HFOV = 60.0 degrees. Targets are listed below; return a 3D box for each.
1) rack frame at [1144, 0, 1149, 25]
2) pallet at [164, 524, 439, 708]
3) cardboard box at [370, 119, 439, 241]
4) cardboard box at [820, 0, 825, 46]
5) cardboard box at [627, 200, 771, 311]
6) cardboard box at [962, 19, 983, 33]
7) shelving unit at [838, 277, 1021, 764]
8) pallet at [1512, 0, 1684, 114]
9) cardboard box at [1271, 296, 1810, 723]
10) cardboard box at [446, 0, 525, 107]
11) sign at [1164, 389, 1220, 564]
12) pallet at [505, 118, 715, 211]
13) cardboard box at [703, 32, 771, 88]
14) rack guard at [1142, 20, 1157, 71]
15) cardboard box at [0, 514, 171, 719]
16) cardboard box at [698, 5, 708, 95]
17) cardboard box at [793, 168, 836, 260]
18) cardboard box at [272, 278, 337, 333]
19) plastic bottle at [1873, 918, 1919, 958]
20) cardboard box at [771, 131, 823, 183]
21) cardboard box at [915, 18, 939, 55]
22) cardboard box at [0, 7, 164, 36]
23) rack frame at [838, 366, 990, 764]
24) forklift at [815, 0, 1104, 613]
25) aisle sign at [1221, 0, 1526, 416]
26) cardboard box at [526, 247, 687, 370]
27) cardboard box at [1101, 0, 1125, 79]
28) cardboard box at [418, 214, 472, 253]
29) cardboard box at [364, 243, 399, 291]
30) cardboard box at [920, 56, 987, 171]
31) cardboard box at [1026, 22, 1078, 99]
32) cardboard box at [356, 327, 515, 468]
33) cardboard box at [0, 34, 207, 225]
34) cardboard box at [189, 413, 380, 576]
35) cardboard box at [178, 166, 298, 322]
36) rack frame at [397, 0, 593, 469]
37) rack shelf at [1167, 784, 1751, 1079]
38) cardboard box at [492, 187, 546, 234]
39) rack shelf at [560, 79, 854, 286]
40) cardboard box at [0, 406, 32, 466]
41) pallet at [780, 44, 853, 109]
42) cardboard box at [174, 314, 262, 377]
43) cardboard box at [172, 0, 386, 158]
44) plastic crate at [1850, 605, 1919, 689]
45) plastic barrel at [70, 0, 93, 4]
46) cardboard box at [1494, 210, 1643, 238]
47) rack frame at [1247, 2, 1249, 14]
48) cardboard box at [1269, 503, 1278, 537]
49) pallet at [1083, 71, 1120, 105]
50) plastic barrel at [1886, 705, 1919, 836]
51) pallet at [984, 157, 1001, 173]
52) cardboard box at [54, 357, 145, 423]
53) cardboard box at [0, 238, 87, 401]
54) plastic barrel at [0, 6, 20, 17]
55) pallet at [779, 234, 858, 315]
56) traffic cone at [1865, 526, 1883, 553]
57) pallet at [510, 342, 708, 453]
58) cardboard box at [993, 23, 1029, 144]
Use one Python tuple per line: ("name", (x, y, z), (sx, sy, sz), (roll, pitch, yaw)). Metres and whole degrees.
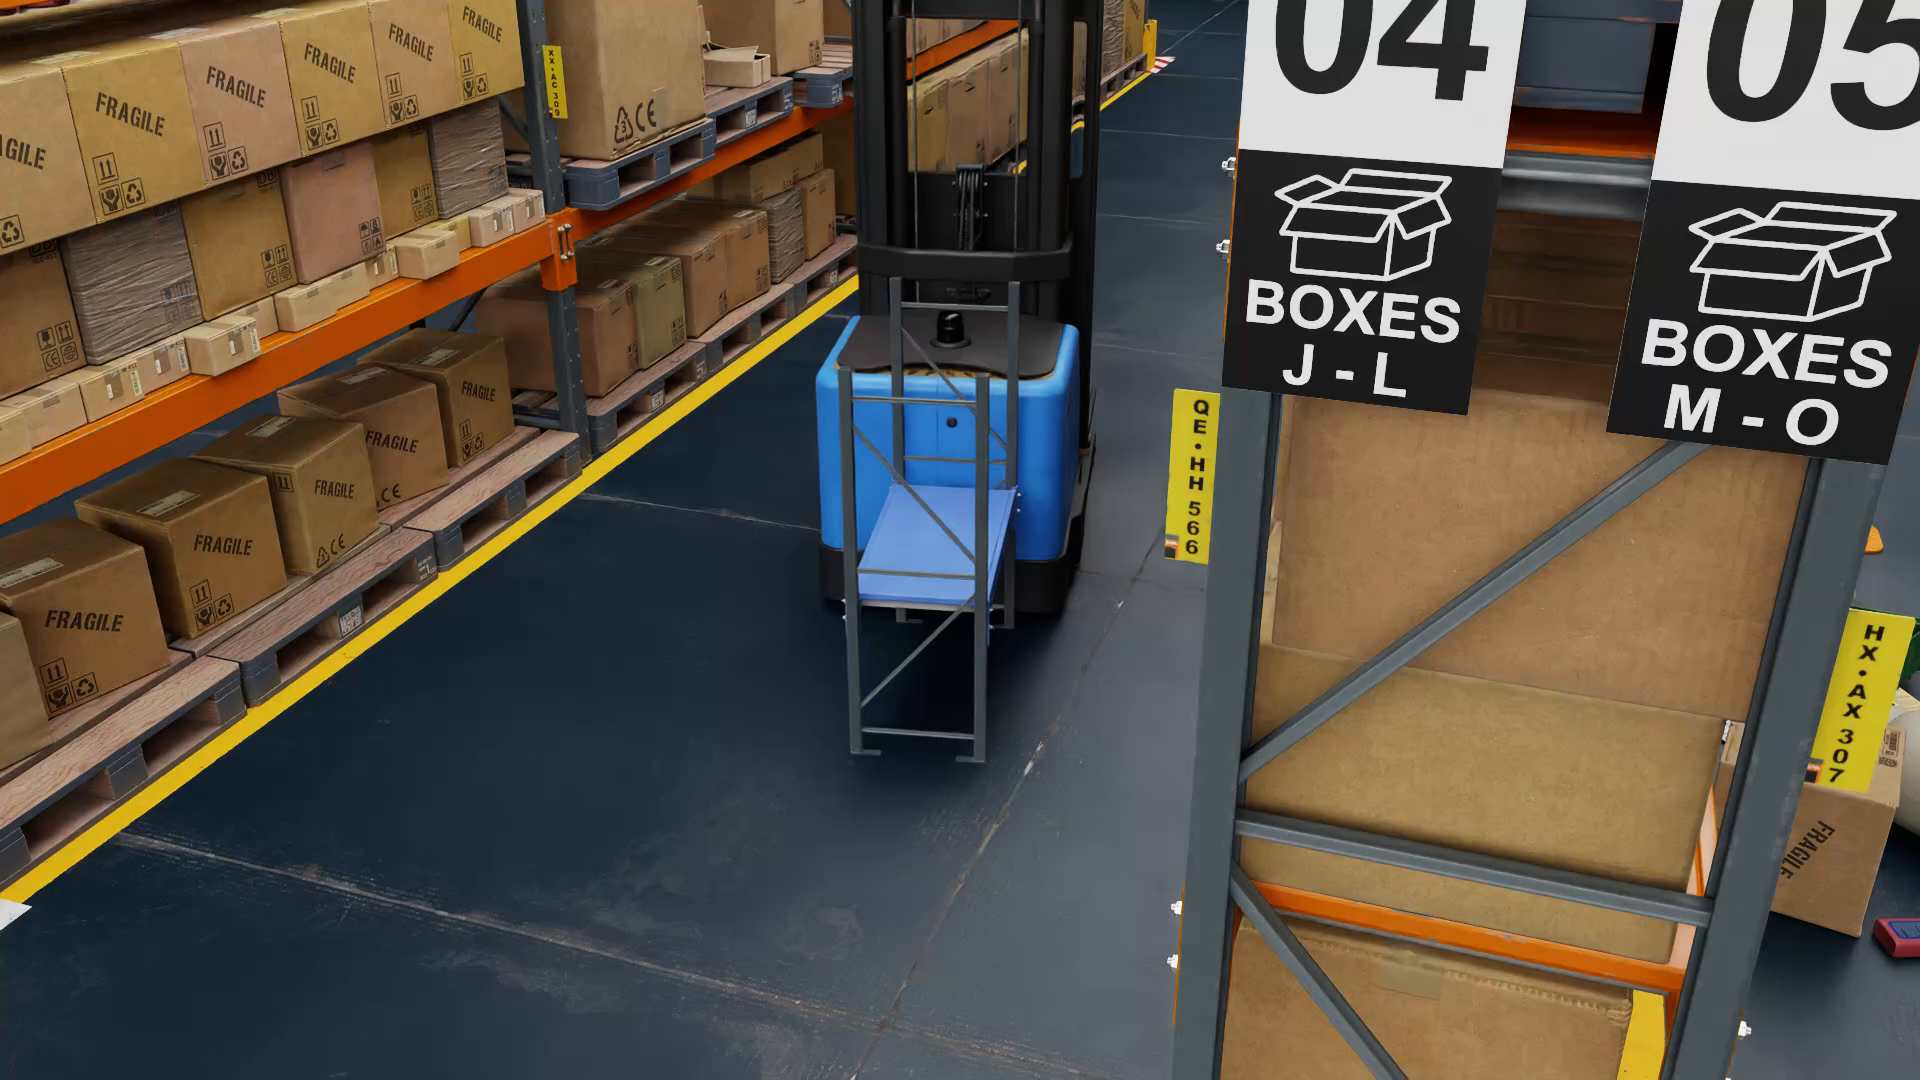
("rack frame", (1.606, -6.732, 18.211), (1.000, 3.000, 0.127), (9, 27, 17))
("pallet", (-2.982, 0.239, 7.014), (1.003, 0.211, 1.213), (9, 27, 17))
("cardboard box", (-2.795, -1.603, 7.162), (0.875, 0.500, 0.500), (9, 27, 17))
("cardboard box", (-1.199, -3.450, 10.838), (0.500, 0.500, 0.500), (5, 26, 11))
("cardboard box", (-1.615, -1.775, 10.338), (0.700, 0.500, 0.500), (11, 28, 22))
("cardboard box", (-0.133, -4.278, 13.028), (0.500, 0.500, 0.500), (9, 27, 18))
("shelving unit", (-0.087, -0.098, 6.231), (0.538, 1.500, 1.048), (3, 26, 7))
("pallet", (1.162, -1.012, 3.058), (1.003, 0.211, 1.213), (9, 27, 17))
("cardboard box", (1.085, -0.096, 3.095), (0.875, 0.550, 0.550), (9, 27, 17))
("cardboard box", (-2.278, -2.204, 7.257), (0.500, 0.500, 0.500), (9, 27, 17))
("sign", (0.418, -0.108, 2.930), (0.100, 0.325, 0.005), (9, 27, 17))
("pallet", (-1.996, -2.007, 8.673), (1.003, 0.211, 1.213), (9, 27, 17))
("cardboard box", (-1.357, -2.848, 9.863), (0.396, 0.266, 0.258), (8, 27, 16))
("rack guard", (1.614, -5.616, 18.776), (1.175, 0.500, 0.348), (9, 27, 17))
("cardboard box", (-3.329, 0.275, 6.127), (0.500, 0.500, 0.500), (17, 30, 31))
("cardboard box", (-1.898, -2.762, 9.411), (0.797, 0.503, 0.637), (12, 28, 23))
("cardboard box", (-1.261, -2.239, 11.295), (0.700, 0.500, 0.500), (7, 27, 15))
("cardboard box", (-2.695, -0.942, 6.542), (0.380, 0.149, 0.250), (9, 27, 17))
("plastic bottle", (2.999, 1.229, 5.141), (0.283, 0.061, 0.133), (0, 26, -1))
("cardboard box", (-1.251, -2.575, 11.129), (0.500, 0.250, 0.500), (10, 28, 20))
("cardboard box", (-0.469, -3.862, 12.169), (0.500, 0.500, 0.500), (8, 27, 16))
("cardboard box", (-3.265, -1.663, 6.139), (0.500, 0.500, 0.500), (9, 27, 17))
("rack frame", (-0.153, 0.122, 5.777), (0.500, 1.500, 0.032), (3, 26, 7))
("forklift", (0.106, -1.627, 7.748), (1.130, 2.935, 3.031), (3, 26, 7))
("aisle sign", (0.618, -0.580, 2.523), (0.394, 0.787, 0.004), (9, 27, 17))
("cardboard box", (-1.987, -1.316, 9.389), (0.700, 0.500, 0.500), (9, 27, 17))
("cardboard box", (1.165, -5.316, 17.243), (0.875, 0.875, 0.875), (9, 27, 17))
("cardboard box", (-2.414, -1.361, 7.407), (0.380, 0.149, 0.250), (9, 27, 17))
("cardboard box", (-2.600, -1.158, 6.989), (0.380, 0.149, 0.250), (9, 27, 17))
("cardboard box", (-0.504, -3.323, 13.126), (1.225, 0.875, 0.875), (9, 27, 18))
("cardboard box", (0.569, -4.580, 15.724), (0.875, 0.875, 0.875), (9, 27, 17))
("cardboard box", (-2.559, -0.706, 8.152), (0.500, 0.500, 0.500), (8, 27, 16))
("cardboard box", (-2.941, -1.382, 5.559), (0.500, 0.500, 0.500), (9, 27, 17))
("cardboard box", (-2.875, -0.203, 7.113), (0.500, 0.500, 0.500), (6, 27, 13))
("cardboard box", (-3.072, -1.183, 6.296), (0.875, 0.500, 0.500), (9, 27, 17))
("rack frame", (-2.388, -1.800, 8.026), (1.000, 3.000, 0.127), (9, 27, 17))
("rack shelf", (1.590, 0.106, 4.914), (1.077, 0.370, 4.000), (9, 27, 17))
("cardboard box", (-2.182, -1.556, 7.810), (0.380, 0.149, 0.250), (9, 27, 17))
("rack shelf", (-1.722, -2.298, 9.880), (1.077, 0.370, 4.000), (9, 27, 17))
("cardboard box", (-3.201, -0.327, 5.271), (0.380, 0.149, 0.250), (9, 27, 17))
("pallet", (-1.193, -3.049, 10.826), (1.213, 0.211, 1.003), (9, 27, 17))
("cardboard box", (-2.809, -0.728, 6.100), (0.380, 0.149, 0.250), (9, 27, 17))
("cardboard box", (-2.610, -1.793, 6.408), (0.500, 0.500, 0.500), (9, 27, 17))
("plastic crate", (3.433, 0.462, 6.515), (0.662, 0.188, 0.450), (-20, 23, -36))
("plastic barrel", (-6.008, -3.586, 11.586), (0.421, 0.512, 0.421), (0, 26, 0))
("cardboard box", (1.495, -0.546, 4.024), (0.875, 0.550, 0.550), (9, 27, 17))
("rack frame", (0.925, -2.096, 1.752), (1.000, 3.000, 0.127), (9, 27, 17))
("cardboard box", (1.168, 0.149, 3.829), (0.875, 0.550, 0.550), (9, 27, 17))
("pallet", (1.006, -4.637, 17.085), (1.003, 0.211, 1.213), (9, 27, 17))
("plastic barrel", (3.325, 0.809, 5.594), (0.421, 0.421, 0.512), (-14, 29, -27))
("pallet", (-0.316, -3.002, 13.707), (1.003, 0.211, 1.213), (9, 27, 17))
("cardboard box", (-3.047, -0.534, 5.699), (0.380, 0.149, 0.250), (9, 27, 17))
("cardboard box", (-3.457, -0.780, 5.463), (0.875, 0.500, 0.500), (9, 27, 17))
("plastic barrel", (-6.289, -3.243, 10.849), (0.433, 0.535, 0.433), (0, 26, 0))
("pallet", (-1.318, -1.868, 11.366), (1.003, 0.211, 1.213), (9, 27, 17))
("traffic cone", (4.126, -0.230, 7.694), (0.336, 0.463, 0.334), (9, 27, 17))
("pallet", (-2.130, -0.865, 9.295), (1.003, 0.211, 1.213), (9, 27, 17))
("cardboard box", (0.080, -4.055, 14.639), (1.225, 0.875, 0.875), (9, 27, 18))
